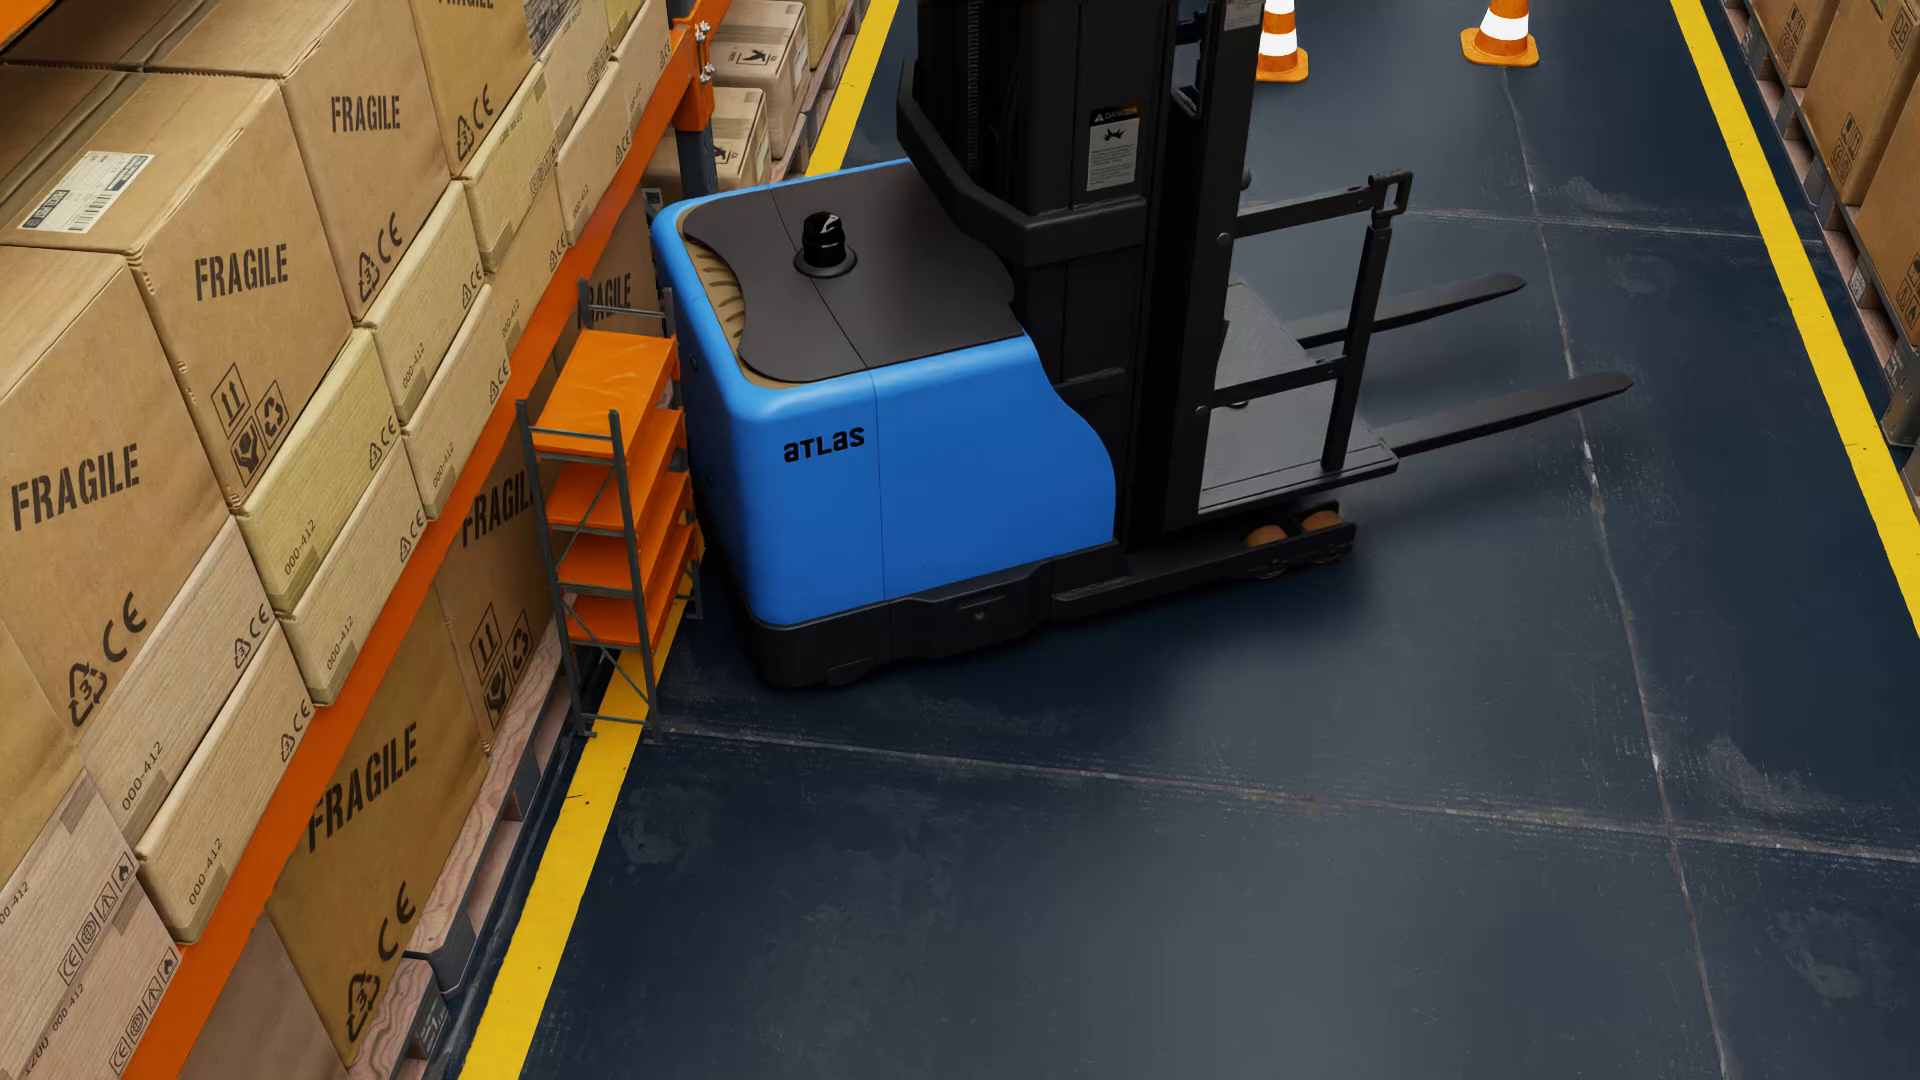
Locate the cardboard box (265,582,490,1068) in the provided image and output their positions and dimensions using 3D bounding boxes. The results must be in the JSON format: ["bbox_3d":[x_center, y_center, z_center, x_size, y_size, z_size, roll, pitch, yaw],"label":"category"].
[{"bbox_3d":[-1.717,0.522,3.757,0.875,0.875,0.875,6,44,7],"label":"cardboard box"}]

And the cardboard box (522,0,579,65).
[{"bbox_3d":[-1.171,-1.450,3.800,0.500,0.500,0.500,6,44,6],"label":"cardboard box"}]

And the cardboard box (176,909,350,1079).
[{"bbox_3d":[-1.828,1.138,3.106,0.875,0.875,0.875,6,44,7],"label":"cardboard box"}]

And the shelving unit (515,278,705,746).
[{"bbox_3d":[-0.897,-0.043,4.414,0.258,1.200,0.503,7,44,4],"label":"shelving unit"}]

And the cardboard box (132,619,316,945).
[{"bbox_3d":[-1.444,0.375,2.782,0.500,0.250,0.500,4,44,4],"label":"cardboard box"}]

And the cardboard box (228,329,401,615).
[{"bbox_3d":[-1.359,-0.152,2.974,0.500,0.250,0.500,6,44,6],"label":"cardboard box"}]

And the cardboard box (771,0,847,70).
[{"bbox_3d":[-1.022,-2.380,7.187,0.950,0.372,0.625,7,44,7],"label":"cardboard box"}]

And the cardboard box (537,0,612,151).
[{"bbox_3d":[-1.179,-1.201,4.083,0.500,0.250,0.500,4,44,4],"label":"cardboard box"}]

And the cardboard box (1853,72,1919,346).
[{"bbox_3d":[3.787,-1.139,5.602,1.050,0.750,0.750,5,44,5],"label":"cardboard box"}]

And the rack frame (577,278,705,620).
[{"bbox_3d":[-0.865,-0.210,4.589,0.240,1.200,0.015,7,44,4],"label":"rack frame"}]

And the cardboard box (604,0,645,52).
[{"bbox_3d":[-1.115,-1.551,4.452,0.500,0.250,0.500,5,44,5],"label":"cardboard box"}]

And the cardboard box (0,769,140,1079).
[{"bbox_3d":[-1.493,0.548,2.236,0.500,0.250,0.500,4,44,4],"label":"cardboard box"}]

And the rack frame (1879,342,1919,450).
[{"bbox_3d":[3.618,-1.396,4.543,1.000,3.000,0.127,5,44,6],"label":"rack frame"}]

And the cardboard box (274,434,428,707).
[{"bbox_3d":[-1.361,0.027,3.149,0.500,0.250,0.500,5,44,5],"label":"cardboard box"}]

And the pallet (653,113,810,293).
[{"bbox_3d":[-1.198,-1.297,6.466,1.003,0.211,1.213,5,44,6],"label":"pallet"}]

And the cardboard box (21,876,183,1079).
[{"bbox_3d":[-1.511,0.727,2.409,0.500,0.250,0.500,4,44,5],"label":"cardboard box"}]

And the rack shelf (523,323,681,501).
[{"bbox_3d":[-0.881,-0.325,4.141,0.258,0.148,0.480,7,44,4],"label":"rack shelf"}]

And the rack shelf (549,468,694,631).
[{"bbox_3d":[-0.899,0.006,4.460,0.258,0.148,0.480,7,44,4],"label":"rack shelf"}]

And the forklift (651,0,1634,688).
[{"bbox_3d":[0.686,-1.273,4.463,3.031,2.935,1.130,-14,45,-15],"label":"forklift"}]

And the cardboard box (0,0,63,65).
[{"bbox_3d":[-1.820,-0.829,3.144,0.500,0.500,0.500,6,44,6],"label":"cardboard box"}]

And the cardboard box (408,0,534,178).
[{"bbox_3d":[-1.243,-1.112,3.443,0.500,0.500,0.500,5,44,6],"label":"cardboard box"}]

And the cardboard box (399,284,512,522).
[{"bbox_3d":[-1.286,-0.313,3.508,0.500,0.250,0.500,5,44,5],"label":"cardboard box"}]

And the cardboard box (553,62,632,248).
[{"bbox_3d":[-1.164,-1.005,4.239,0.500,0.250,0.500,6,44,6],"label":"cardboard box"}]

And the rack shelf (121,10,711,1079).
[{"bbox_3d":[-1.567,-0.153,3.753,1.077,0.370,4.000,5,44,6],"label":"rack shelf"}]

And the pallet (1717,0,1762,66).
[{"bbox_3d":[4.119,-2.577,7.818,1.003,0.211,1.213,5,44,6],"label":"pallet"}]

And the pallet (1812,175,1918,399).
[{"bbox_3d":[3.797,-0.914,6.062,1.003,0.211,1.213,5,44,6],"label":"pallet"}]

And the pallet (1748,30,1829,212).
[{"bbox_3d":[3.960,-1.743,6.937,1.003,0.211,1.213,5,44,6],"label":"pallet"}]

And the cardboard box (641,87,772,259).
[{"bbox_3d":[-1.218,-1.360,6.110,0.950,0.372,0.625,3,43,3],"label":"cardboard box"}]

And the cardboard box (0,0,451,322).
[{"bbox_3d":[-1.317,-0.768,3.079,0.500,0.500,0.500,5,44,5],"label":"cardboard box"}]

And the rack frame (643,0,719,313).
[{"bbox_3d":[-1.302,-1.777,4.945,1.000,3.000,0.127,5,44,6],"label":"rack frame"}]

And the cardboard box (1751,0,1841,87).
[{"bbox_3d":[4.022,-2.369,6.902,1.050,0.750,0.750,5,44,6],"label":"cardboard box"}]

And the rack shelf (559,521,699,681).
[{"bbox_3d":[-0.907,0.149,4.598,0.258,0.148,0.480,7,44,4],"label":"rack shelf"}]

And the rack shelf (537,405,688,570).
[{"bbox_3d":[-0.890,-0.155,4.305,0.258,0.148,0.480,7,44,4],"label":"rack shelf"}]

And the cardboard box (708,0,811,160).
[{"bbox_3d":[-1.128,-1.863,6.642,0.950,0.372,0.625,4,44,5],"label":"cardboard box"}]

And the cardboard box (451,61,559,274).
[{"bbox_3d":[-1.226,-0.851,3.712,0.500,0.250,0.500,4,44,4],"label":"cardboard box"}]

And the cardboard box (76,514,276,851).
[{"bbox_3d":[-1.452,0.190,2.614,0.500,0.250,0.500,6,44,6],"label":"cardboard box"}]

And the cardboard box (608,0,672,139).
[{"bbox_3d":[-1.112,-1.355,4.608,0.500,0.250,0.500,4,44,4],"label":"cardboard box"}]

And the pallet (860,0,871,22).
[{"bbox_3d":[-0.875,-2.960,8.223,1.003,0.211,1.213,5,44,6],"label":"pallet"}]

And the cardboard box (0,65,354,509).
[{"bbox_3d":[-1.379,-0.415,2.707,0.500,0.500,0.500,4,44,4],"label":"cardboard box"}]

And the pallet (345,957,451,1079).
[{"bbox_3d":[-1.804,1.429,3.588,1.003,0.211,1.213,5,44,6],"label":"pallet"}]

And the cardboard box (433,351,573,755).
[{"bbox_3d":[-1.598,-0.088,4.401,0.875,0.875,0.875,6,44,6],"label":"cardboard box"}]

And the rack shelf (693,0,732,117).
[{"bbox_3d":[-1.038,-2.879,6.632,1.077,0.370,4.000,5,44,6],"label":"rack shelf"}]

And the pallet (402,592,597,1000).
[{"bbox_3d":[-1.645,0.595,4.468,1.003,0.211,1.213,5,44,6],"label":"pallet"}]

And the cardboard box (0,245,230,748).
[{"bbox_3d":[-1.448,-0.074,2.346,0.500,0.500,0.500,5,44,5],"label":"cardboard box"}]

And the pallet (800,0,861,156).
[{"bbox_3d":[-1.034,-2.126,7.342,1.003,0.211,1.213,5,44,6],"label":"pallet"}]

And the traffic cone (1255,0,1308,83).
[{"bbox_3d":[1.403,-2.321,7.365,0.336,0.463,0.334,5,44,6],"label":"traffic cone"}]

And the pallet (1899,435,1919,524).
[{"bbox_3d":[3.513,0.149,4.939,1.003,0.211,1.213,5,44,6],"label":"pallet"}]

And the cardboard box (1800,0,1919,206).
[{"bbox_3d":[3.900,-1.735,6.231,1.050,0.750,0.750,6,44,6],"label":"cardboard box"}]

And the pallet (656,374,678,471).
[{"bbox_3d":[-1.481,-0.234,5.344,1.003,0.211,1.213,5,44,6],"label":"pallet"}]

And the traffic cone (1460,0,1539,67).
[{"bbox_3d":[2.472,-2.424,7.474,0.336,0.463,0.334,5,44,6],"label":"traffic cone"}]

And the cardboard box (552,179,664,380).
[{"bbox_3d":[-1.476,-0.695,5.042,0.875,0.875,0.875,5,44,5],"label":"cardboard box"}]

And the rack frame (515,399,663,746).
[{"bbox_3d":[-0.928,0.124,4.238,0.240,1.200,0.015,7,44,4],"label":"rack frame"}]

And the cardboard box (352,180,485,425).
[{"bbox_3d":[-1.294,-0.497,3.338,0.500,0.250,0.500,4,44,4],"label":"cardboard box"}]

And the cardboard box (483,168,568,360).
[{"bbox_3d":[-1.246,-0.663,3.878,0.500,0.250,0.500,5,44,5],"label":"cardboard box"}]

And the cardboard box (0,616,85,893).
[{"bbox_3d":[-1.488,0.276,1.977,0.500,0.500,0.500,6,44,6],"label":"cardboard box"}]
